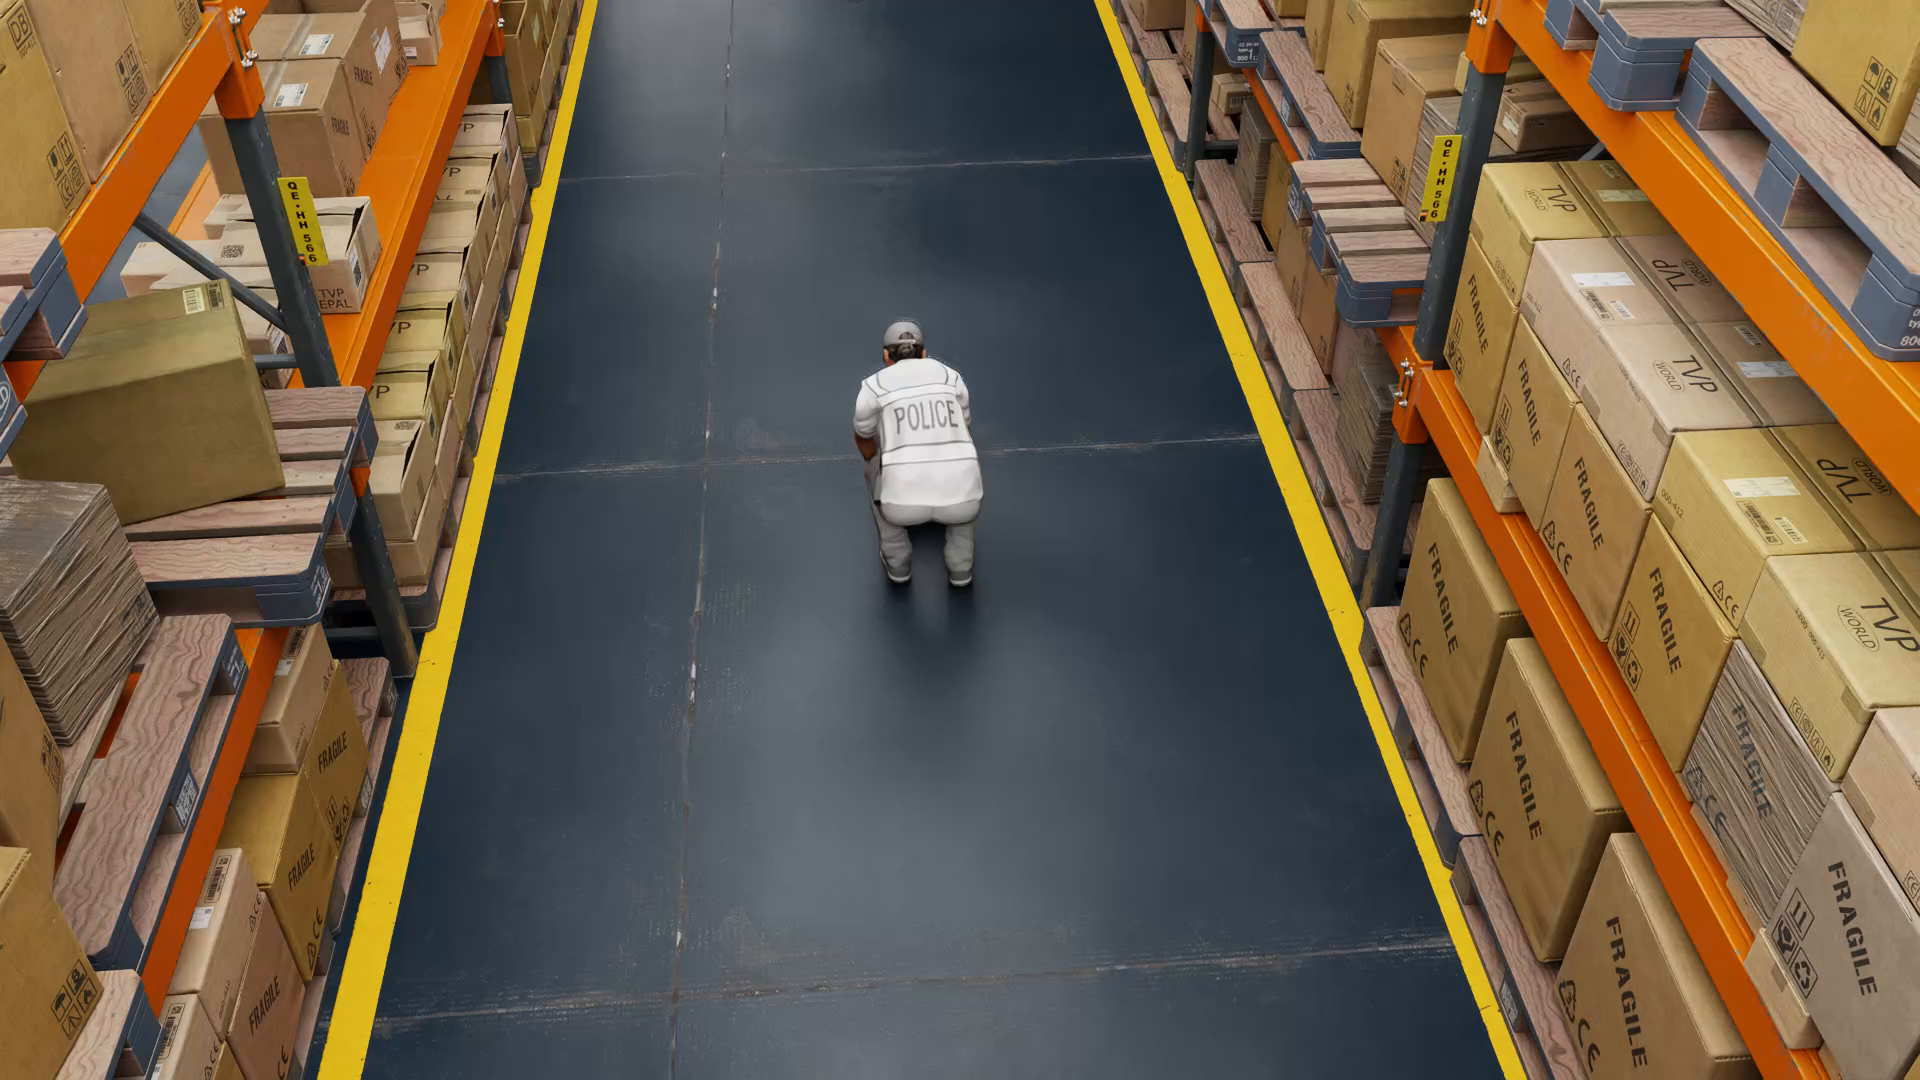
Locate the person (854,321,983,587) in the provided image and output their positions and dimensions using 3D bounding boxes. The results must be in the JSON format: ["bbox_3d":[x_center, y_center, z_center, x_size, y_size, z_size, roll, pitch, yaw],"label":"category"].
[{"bbox_3d":[-0.174,-0.317,7.056,0.530,1.016,0.843,-3,39,-4],"label":"person"}]
